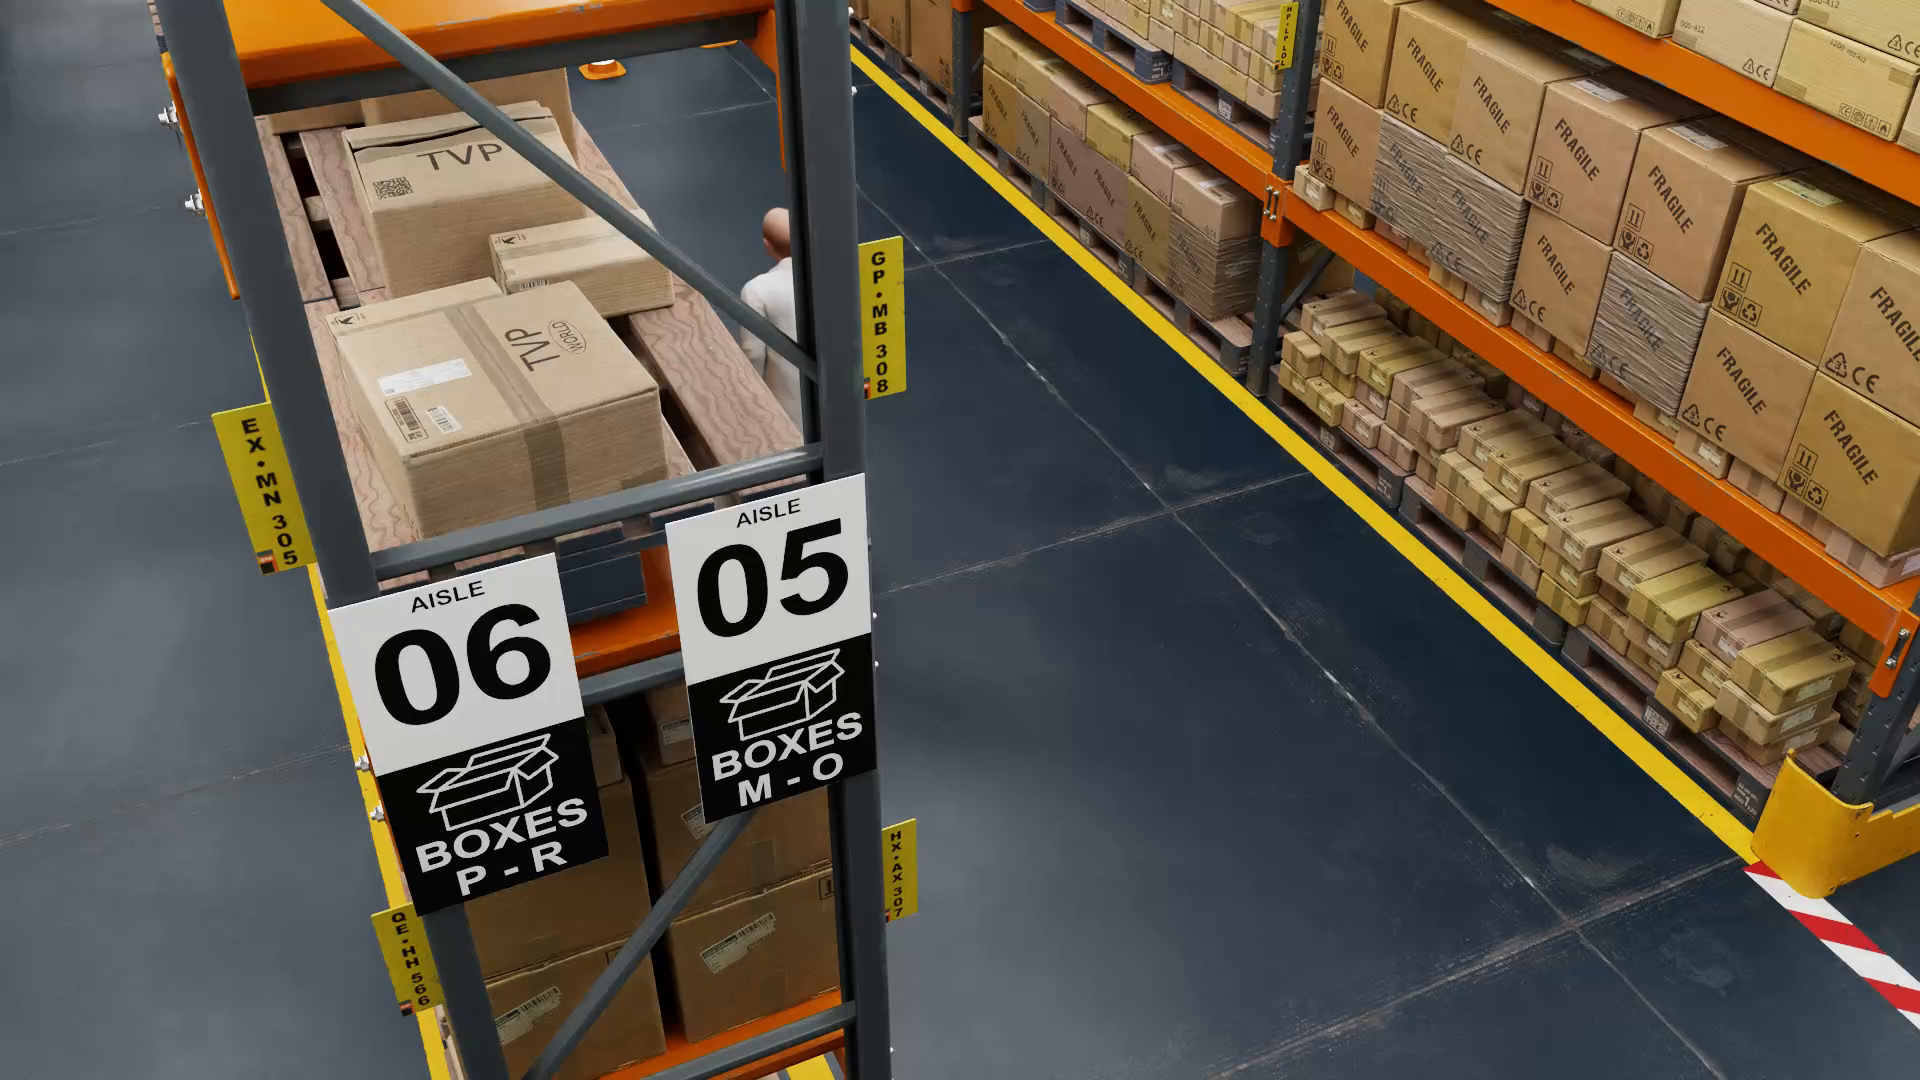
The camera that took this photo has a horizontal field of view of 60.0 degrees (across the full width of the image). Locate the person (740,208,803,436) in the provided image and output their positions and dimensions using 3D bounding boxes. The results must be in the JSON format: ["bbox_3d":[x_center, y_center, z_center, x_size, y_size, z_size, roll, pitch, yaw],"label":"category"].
[{"bbox_3d":[-0.753,-0.727,7.842,0.628,1.773,0.427,-17,40,-21],"label":"person"}]
